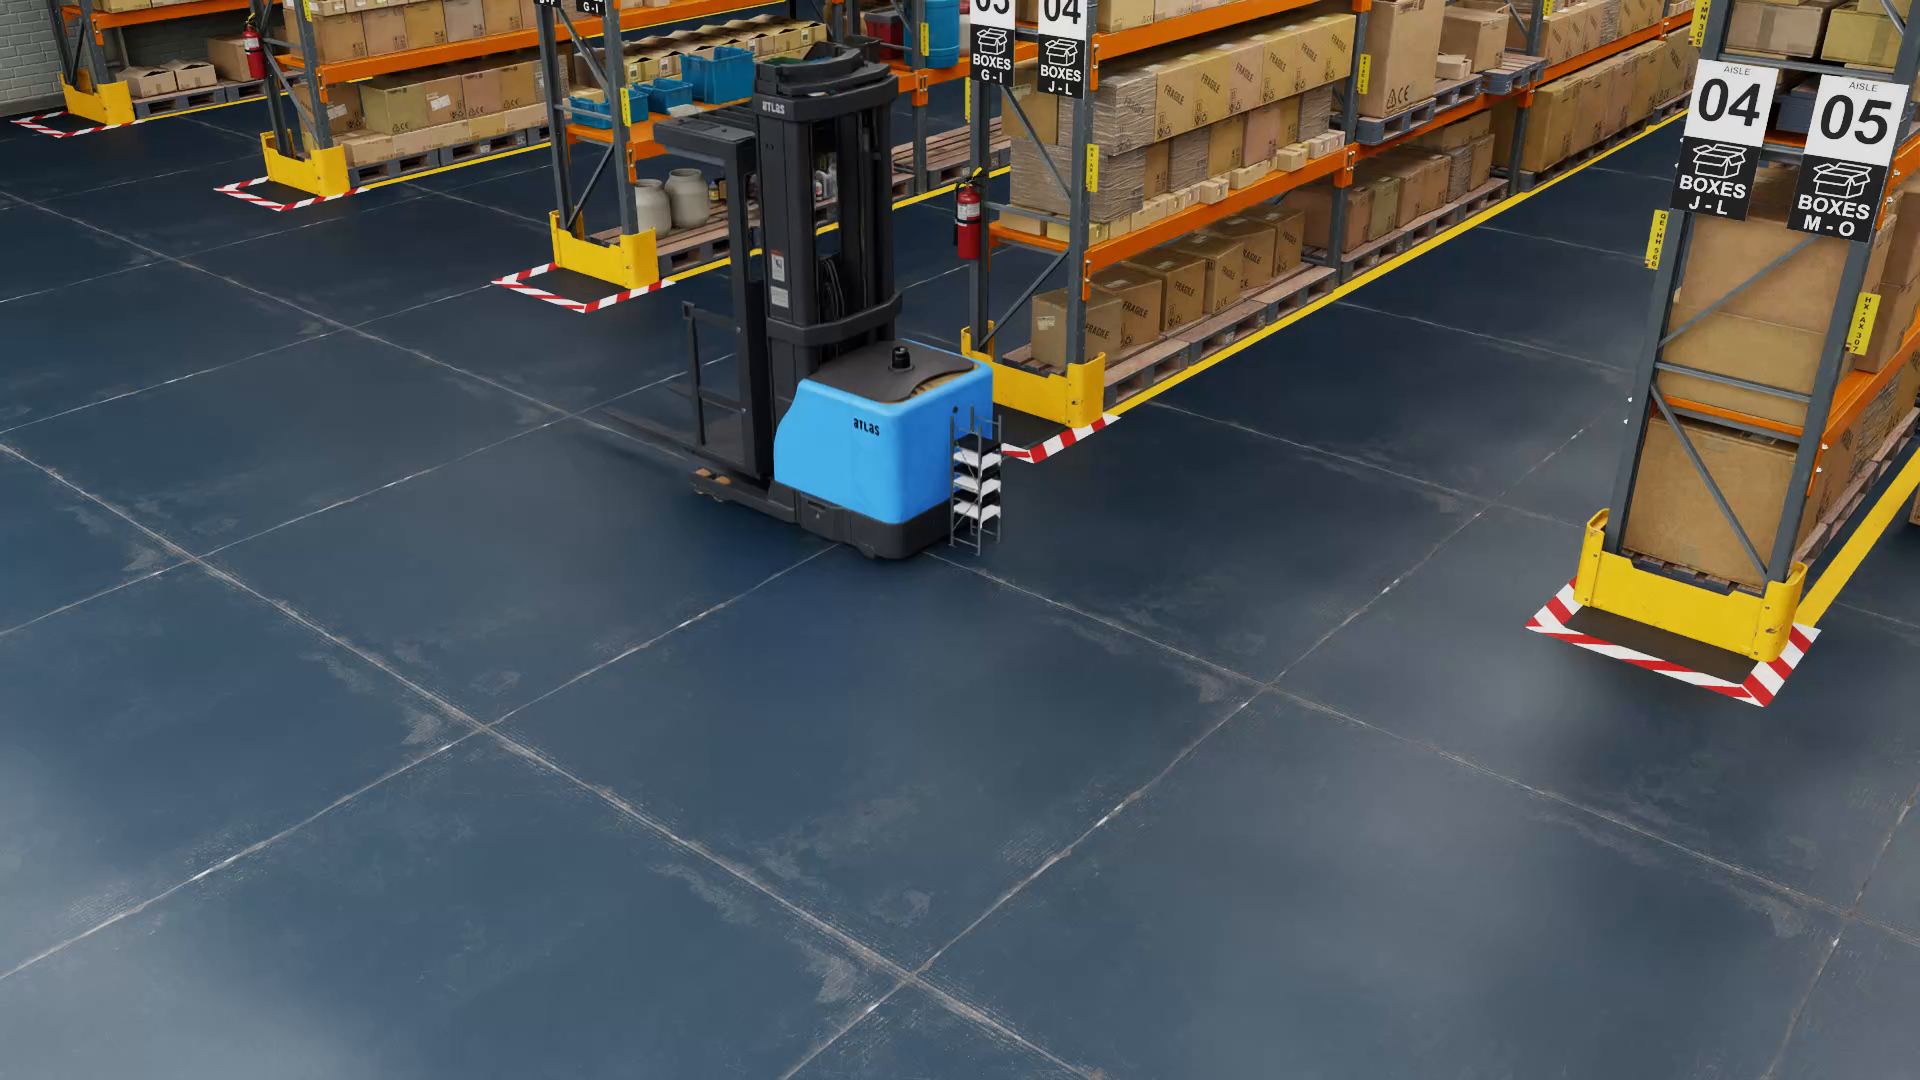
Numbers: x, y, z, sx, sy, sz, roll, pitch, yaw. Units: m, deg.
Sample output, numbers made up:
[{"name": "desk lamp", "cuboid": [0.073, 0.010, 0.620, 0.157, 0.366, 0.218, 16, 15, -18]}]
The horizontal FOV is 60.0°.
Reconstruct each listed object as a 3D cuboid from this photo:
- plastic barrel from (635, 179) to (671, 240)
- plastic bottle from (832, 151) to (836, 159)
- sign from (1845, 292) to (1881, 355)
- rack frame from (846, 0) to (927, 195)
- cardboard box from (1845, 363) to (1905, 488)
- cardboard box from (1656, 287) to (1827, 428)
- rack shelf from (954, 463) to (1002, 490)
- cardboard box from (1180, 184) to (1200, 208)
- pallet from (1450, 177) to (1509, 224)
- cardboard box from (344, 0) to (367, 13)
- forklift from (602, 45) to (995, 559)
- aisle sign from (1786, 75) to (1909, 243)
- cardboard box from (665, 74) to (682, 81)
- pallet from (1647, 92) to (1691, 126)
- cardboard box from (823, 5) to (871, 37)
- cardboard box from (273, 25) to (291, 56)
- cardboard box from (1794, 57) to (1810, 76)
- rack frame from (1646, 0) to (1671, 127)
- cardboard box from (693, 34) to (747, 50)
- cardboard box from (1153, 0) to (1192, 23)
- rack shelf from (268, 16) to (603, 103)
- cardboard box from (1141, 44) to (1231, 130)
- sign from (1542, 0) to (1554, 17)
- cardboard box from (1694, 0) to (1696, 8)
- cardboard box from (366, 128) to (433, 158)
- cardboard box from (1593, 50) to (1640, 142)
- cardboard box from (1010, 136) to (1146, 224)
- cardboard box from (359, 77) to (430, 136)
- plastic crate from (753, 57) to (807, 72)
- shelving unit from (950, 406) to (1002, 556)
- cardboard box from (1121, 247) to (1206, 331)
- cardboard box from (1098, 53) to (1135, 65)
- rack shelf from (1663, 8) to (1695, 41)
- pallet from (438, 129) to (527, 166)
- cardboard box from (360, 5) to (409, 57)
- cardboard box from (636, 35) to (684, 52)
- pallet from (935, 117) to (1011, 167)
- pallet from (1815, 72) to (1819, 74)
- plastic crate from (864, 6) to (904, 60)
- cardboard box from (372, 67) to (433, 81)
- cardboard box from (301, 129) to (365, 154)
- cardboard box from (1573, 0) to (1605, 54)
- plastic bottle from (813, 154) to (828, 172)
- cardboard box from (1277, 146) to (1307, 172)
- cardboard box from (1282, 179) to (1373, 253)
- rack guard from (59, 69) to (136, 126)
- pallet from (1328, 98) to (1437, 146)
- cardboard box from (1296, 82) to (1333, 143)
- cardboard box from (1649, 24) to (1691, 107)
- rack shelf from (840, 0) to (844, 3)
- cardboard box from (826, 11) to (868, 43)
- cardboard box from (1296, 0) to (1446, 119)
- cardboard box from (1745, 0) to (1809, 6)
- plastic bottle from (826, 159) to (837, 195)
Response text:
[{"name": "plastic barrel", "cuboid": [-2.967, -3.137, 15.801, 0.421, 0.512, 0.421, 0, 27, 0]}, {"name": "plastic bottle", "cuboid": [-1.388, -4.150, 18.074, 0.097, 0.201, 0.097, 0, 27, 0]}, {"name": "sign", "cuboid": [4.682, -1.123, 8.627, 0.100, 0.325, 0.005, 21, 34, 34]}, {"name": "rack frame", "cuboid": [-0.783, -5.218, 17.573, 1.000, 3.000, 0.127, 21, 34, 34]}, {"name": "cardboard box", "cuboid": [5.778, -1.005, 11.283, 0.875, 0.875, 0.875, 21, 34, 35]}, {"name": "cardboard box", "cuboid": [4.459, -1.079, 9.407, 0.875, 0.550, 0.550, 21, 34, 34]}, {"name": "rack shelf", "cuboid": [0.099, -0.418, 10.455, 0.258, 0.077, 0.200, 20, 33, 33]}, {"name": "cardboard box", "cuboid": [1.650, -2.718, 13.012, 0.380, 0.149, 0.250, 21, 34, 34]}, {"name": "pallet", "cuboid": [5.085, -3.674, 17.622, 1.003, 0.211, 1.213, 21, 34, 34]}, {"name": "cardboard box", "cuboid": [-6.565, -5.752, 17.790, 0.380, 0.149, 0.250, 20, 33, 33]}, {"name": "forklift", "cuboid": [-1.230, -1.727, 10.898, 3.031, 2.935, 1.130, 21, 34, 34]}, {"name": "aisle sign", "cuboid": [4.444, -1.909, 8.346, 0.394, 0.787, 0.004, 21, 34, 34]}, {"name": "cardboard box", "cuboid": [-3.829, -5.884, 21.395, 0.500, 0.250, 0.500, 22, 34, 36]}, {"name": "pallet", "cuboid": [8.672, -5.615, 21.375, 1.003, 0.211, 1.213, 21, 34, 34]}, {"name": "cardboard box", "cuboid": [-1.644, -7.571, 24.362, 0.500, 0.500, 0.500, 22, 35, 36]}, {"name": "cardboard box", "cuboid": [-9.057, -6.819, 22.909, 0.500, 0.500, 0.500, 18, 32, 31]}, {"name": "cardboard box", "cuboid": [4.369, -2.625, 9.002, 0.380, 0.149, 0.250, 21, 34, 35]}, {"name": "rack frame", "cuboid": [8.128, -6.607, 20.257, 1.000, 3.000, 0.127, 21, 34, 34]}, {"name": "cardboard box", "cuboid": [-3.171, -6.501, 21.977, 0.500, 0.311, 0.500, 22, 34, 36]}, {"name": "cardboard box", "cuboid": [1.324, -3.898, 11.920, 0.500, 0.250, 0.500, 20, 33, 33]}, {"name": "rack shelf", "cuboid": [-5.875, -5.639, 19.168, 1.077, 0.370, 4.000, 21, 34, 34]}, {"name": "cardboard box", "cuboid": [1.695, -3.442, 12.617, 0.500, 0.500, 0.500, 21, 34, 34]}, {"name": "sign", "cuboid": [6.008, -5.513, 16.968, 0.100, 0.325, 0.005, 21, 34, 34]}, {"name": "cardboard box", "cuboid": [9.073, -6.784, 20.872, 0.380, 0.149, 0.250, 20, 33, 33]}, {"name": "cardboard box", "cuboid": [-6.319, -4.518, 18.754, 0.500, 0.250, 0.500, 21, 34, 34]}, {"name": "cardboard box", "cuboid": [7.168, -5.300, 19.586, 1.225, 0.875, 0.875, 19, 33, 33]}, {"name": "cardboard box", "cuboid": [0.866, -2.716, 12.303, 0.875, 0.500, 0.500, 21, 34, 34]}, {"name": "cardboard box", "cuboid": [-6.317, -4.850, 18.581, 0.500, 0.500, 0.500, 21, 34, 34]}, {"name": "plastic crate", "cuboid": [-1.864, -4.725, 16.851, 0.450, 0.188, 0.662, 21, 34, 34]}, {"name": "shelving unit", "cuboid": [0.099, -0.367, 10.481, 0.258, 0.900, 0.210, 20, 33, 33]}, {"name": "cardboard box", "cuboid": [1.672, -2.084, 13.777, 0.500, 0.500, 0.500, 25, 36, 39]}, {"name": "cardboard box", "cuboid": [0.968, -3.419, 12.575, 0.500, 0.500, 0.500, 21, 34, 34]}, {"name": "rack shelf", "cuboid": [9.400, -6.997, 21.793, 1.077, 0.370, 4.000, 21, 34, 34]}, {"name": "pallet", "cuboid": [-5.916, -4.725, 19.653, 1.003, 0.211, 1.213, 21, 34, 34]}, {"name": "cardboard box", "cuboid": [-6.510, -5.643, 18.285, 0.700, 0.500, 0.500, 22, 34, 36]}, {"name": "cardboard box", "cuboid": [-3.921, -6.472, 21.920, 0.500, 0.311, 0.500, 21, 34, 34]}, {"name": "pallet", "cuboid": [0.463, -4.704, 19.614, 1.003, 0.211, 1.213, 21, 34, 34]}, {"name": "pallet", "cuboid": [5.497, -2.861, 9.847, 1.003, 0.211, 1.213, 21, 34, 34]}, {"name": "plastic crate", "cuboid": [-0.711, -5.508, 18.063, 0.402, 0.464, 0.583, 21, 34, 34]}, {"name": "cardboard box", "cuboid": [-6.411, -5.183, 19.225, 0.500, 0.500, 0.500, 21, 34, 34]}, {"name": "cardboard box", "cuboid": [-7.034, -4.491, 18.702, 0.500, 0.250, 0.500, 21, 34, 34]}, {"name": "cardboard box", "cuboid": [6.752, -5.692, 18.380, 0.500, 0.500, 0.500, 20, 33, 34]}, {"name": "plastic bottle", "cuboid": [-1.505, -4.030, 17.680, 0.144, 0.351, 0.185, 21, 34, 34]}, {"name": "cardboard box", "cuboid": [2.685, -3.219, 13.981, 0.380, 0.149, 0.250, 21, 34, 34]}, {"name": "cardboard box", "cuboid": [3.446, -3.067, 15.657, 0.700, 0.500, 0.500, 18, 32, 31]}, {"name": "rack guard", "cuboid": [-10.923, -5.612, 21.055, 1.175, 0.500, 0.348, 21, 34, 34]}, {"name": "pallet", "cuboid": [3.638, -3.914, 15.260, 1.003, 0.211, 1.213, 21, 34, 34]}, {"name": "cardboard box", "cuboid": [2.705, -3.806, 14.410, 0.875, 0.500, 0.500, 21, 34, 34]}, {"name": "cardboard box", "cuboid": [8.609, -6.061, 21.056, 0.875, 0.875, 0.875, 21, 34, 34]}, {"name": "rack shelf", "cuboid": [-0.786, -8.475, 24.651, 1.077, 0.370, 4.000, 21, 34, 34]}, {"name": "cardboard box", "cuboid": [-1.548, -7.249, 23.739, 0.500, 0.500, 0.500, 22, 35, 36]}, {"name": "cardboard box", "cuboid": [3.653, -4.465, 15.006, 1.000, 1.000, 1.000, 21, 34, 35]}, {"name": "cardboard box", "cuboid": [4.210, -2.892, 8.650, 0.380, 0.149, 0.250, 21, 34, 35]}, {"name": "plastic bottle", "cuboid": [-1.297, -3.742, 17.123, 0.144, 0.351, 0.185, 21, 34, 34]}]
